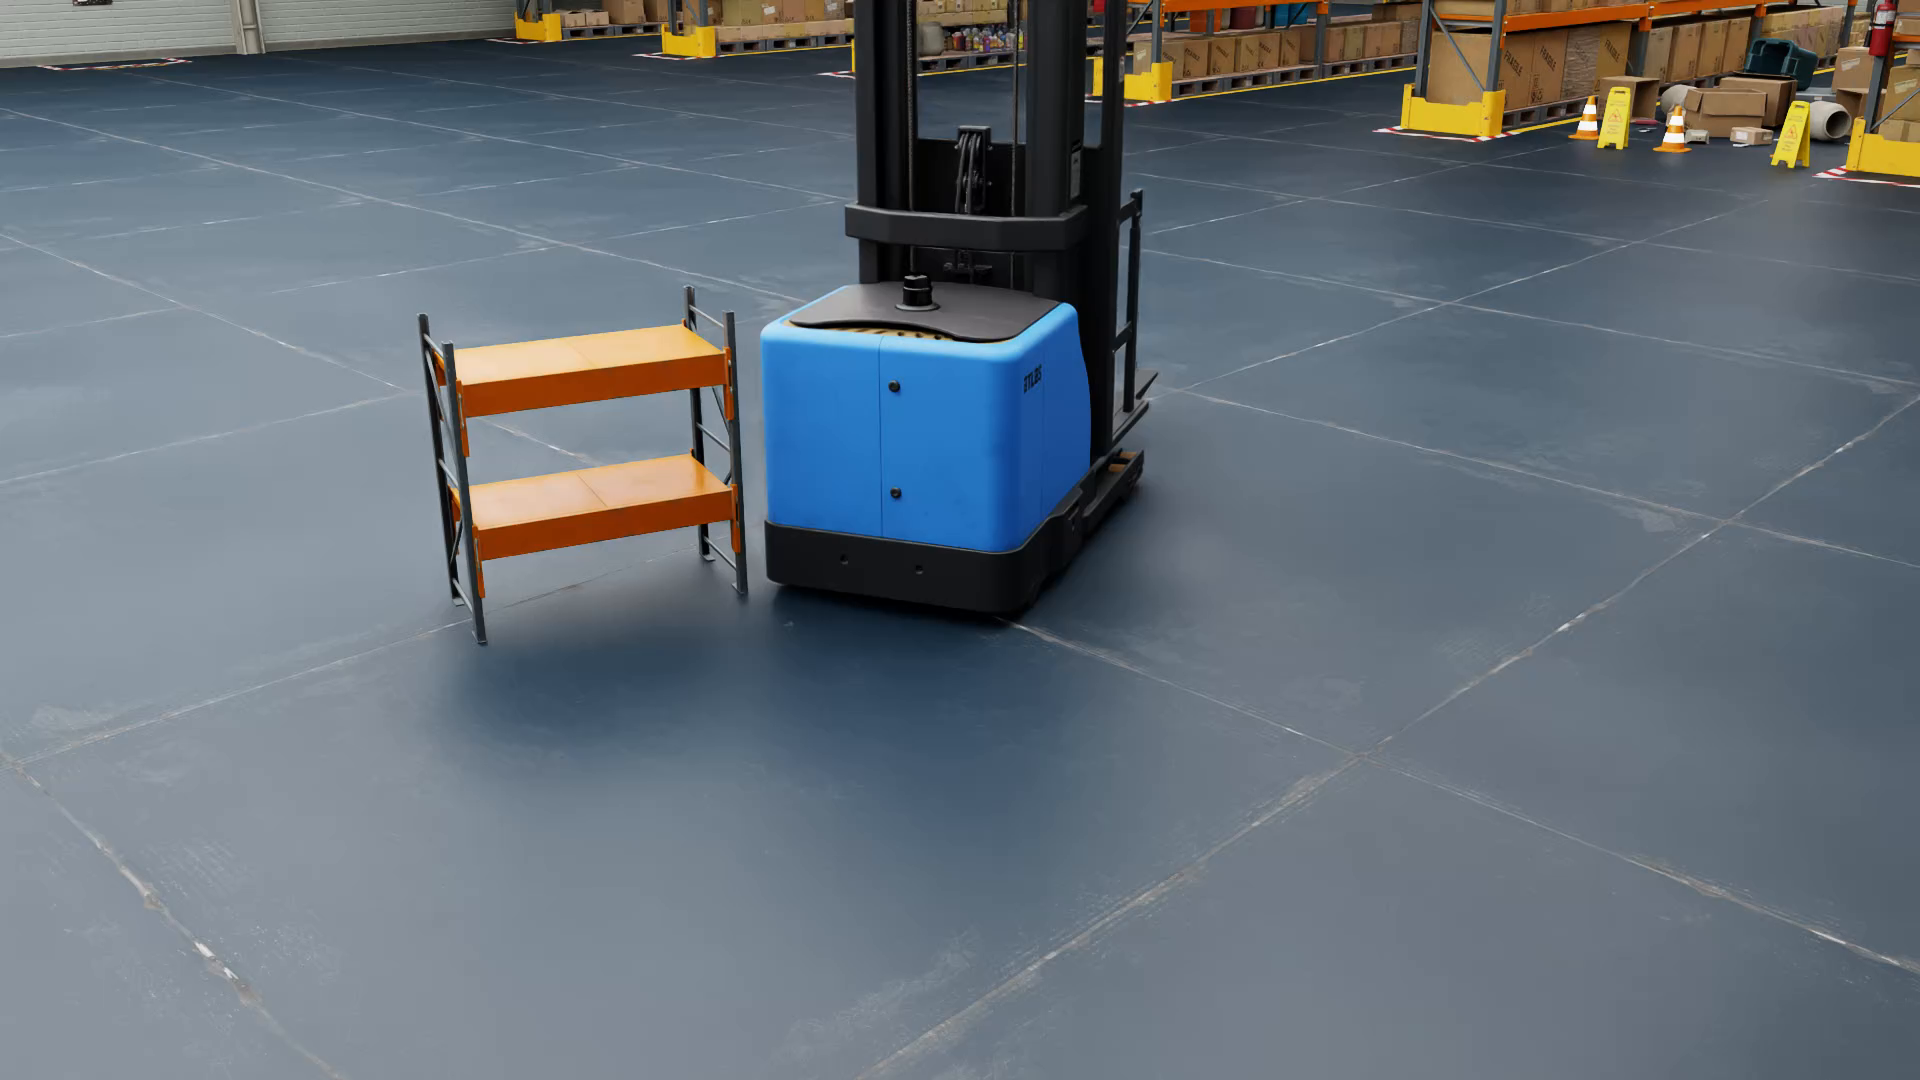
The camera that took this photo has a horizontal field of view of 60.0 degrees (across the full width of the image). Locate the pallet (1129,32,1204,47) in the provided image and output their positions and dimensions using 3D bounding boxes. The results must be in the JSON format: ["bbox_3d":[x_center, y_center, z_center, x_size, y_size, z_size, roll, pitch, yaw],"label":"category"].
[{"bbox_3d":[3.786,-9.311,31.005,1.003,0.211,1.213,19,28,41],"label":"pallet"}]

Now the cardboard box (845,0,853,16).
[{"bbox_3d":[-1.906,-10.365,32.325,0.500,0.311,0.500,19,28,41],"label":"cardboard box"}]

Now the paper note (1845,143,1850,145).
[{"bbox_3d":[9.942,-4.415,18.518,0.142,0.019,0.148,9,23,23],"label":"paper note"}]

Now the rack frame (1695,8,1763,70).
[{"bbox_3d":[11.386,-8.295,24.475,1.000,3.000,0.127,19,28,41],"label":"rack frame"}]

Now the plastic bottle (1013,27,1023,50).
[{"bbox_3d":[0.962,-8.373,27.756,0.144,0.351,0.185,19,28,40],"label":"plastic bottle"}]

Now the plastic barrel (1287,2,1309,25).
[{"bbox_3d":[6.753,-10.911,33.621,0.600,0.901,0.708,19,28,41],"label":"plastic barrel"}]

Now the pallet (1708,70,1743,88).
[{"bbox_3d":[10.782,-6.810,24.497,1.003,0.211,1.213,19,28,41],"label":"pallet"}]

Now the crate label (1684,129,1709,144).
[{"bbox_3d":[8.270,-4.531,18.672,0.250,0.136,0.298,5,22,13],"label":"crate label"}]

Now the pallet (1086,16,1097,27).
[{"bbox_3d":[2.207,-11.236,36.012,1.003,0.211,1.213,19,28,41],"label":"pallet"}]

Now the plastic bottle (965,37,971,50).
[{"bbox_3d":[0.135,-8.294,27.759,0.097,0.201,0.097,0,21,0],"label":"plastic bottle"}]

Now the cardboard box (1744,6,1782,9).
[{"bbox_3d":[12.743,-8.311,26.370,0.500,0.250,0.500,-19,28,-40],"label":"cardboard box"}]

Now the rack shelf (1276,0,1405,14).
[{"bbox_3d":[6.508,-8.712,26.564,1.077,0.370,4.000,19,28,41],"label":"rack shelf"}]

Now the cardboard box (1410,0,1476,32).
[{"bbox_3d":[8.399,-8.939,28.526,1.225,0.875,0.875,18,27,38],"label":"cardboard box"}]

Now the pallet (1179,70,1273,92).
[{"bbox_3d":[3.818,-6.736,24.305,1.003,0.211,1.213,19,28,41],"label":"pallet"}]

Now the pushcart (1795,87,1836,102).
[{"bbox_3d":[10.544,-5.388,20.566,1.648,0.377,0.936,9,23,23],"label":"pushcart"}]

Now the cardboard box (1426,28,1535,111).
[{"bbox_3d":[6.231,-5.634,19.927,0.875,0.875,0.875,19,28,41],"label":"cardboard box"}]

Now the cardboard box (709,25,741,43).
[{"bbox_3d":[-4.240,-8.981,29.507,0.500,0.250,0.500,19,28,41],"label":"cardboard box"}]

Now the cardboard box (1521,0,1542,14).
[{"bbox_3d":[6.400,-6.562,19.757,0.875,0.550,0.550,19,28,41],"label":"cardboard box"}]

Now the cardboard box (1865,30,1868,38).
[{"bbox_3d":[15.314,-8.633,28.328,0.250,0.149,0.380,-19,28,-40],"label":"cardboard box"}]

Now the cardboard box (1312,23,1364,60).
[{"bbox_3d":[5.902,-7.843,26.170,0.700,0.500,0.500,19,28,40],"label":"cardboard box"}]

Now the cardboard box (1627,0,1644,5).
[{"bbox_3d":[8.347,-7.239,21.518,0.875,0.550,0.550,19,28,41],"label":"cardboard box"}]

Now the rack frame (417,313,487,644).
[{"bbox_3d":[-1.864,-0.227,6.096,0.032,1.125,0.500,-10,23,-25],"label":"rack frame"}]

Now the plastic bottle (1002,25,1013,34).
[{"bbox_3d":[0.807,-8.603,28.355,0.144,0.351,0.185,19,28,41],"label":"plastic bottle"}]

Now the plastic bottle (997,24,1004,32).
[{"bbox_3d":[0.703,-8.639,28.449,0.185,0.351,0.144,-19,28,-41],"label":"plastic bottle"}]

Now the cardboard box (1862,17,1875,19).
[{"bbox_3d":[15.674,-8.898,28.603,0.380,0.149,0.250,19,28,41],"label":"cardboard box"}]

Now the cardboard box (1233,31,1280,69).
[{"bbox_3d":[4.411,-7.321,24.841,0.500,0.500,0.500,-11,23,-25],"label":"cardboard box"}]

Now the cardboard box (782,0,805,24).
[{"bbox_3d":[-3.191,-9.716,30.374,0.500,0.500,0.500,19,28,41],"label":"cardboard box"}]

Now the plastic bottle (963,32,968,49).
[{"bbox_3d":[0.033,-8.355,27.814,0.152,0.276,0.135,18,28,39],"label":"plastic bottle"}]

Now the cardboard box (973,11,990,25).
[{"bbox_3d":[0.258,-10.626,33.786,0.500,0.250,0.500,19,28,40],"label":"cardboard box"}]

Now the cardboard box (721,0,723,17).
[{"bbox_3d":[-5.033,-11.485,35.646,0.500,0.500,0.700,-19,28,-40],"label":"cardboard box"}]

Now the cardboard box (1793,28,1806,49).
[{"bbox_3d":[12.765,-7.705,25.840,0.500,0.500,0.500,18,28,39],"label":"cardboard box"}]

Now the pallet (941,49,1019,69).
[{"bbox_3d":[0.214,-7.995,27.581,1.003,0.211,1.213,19,28,41],"label":"pallet"}]

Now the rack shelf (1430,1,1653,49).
[{"bbox_3d":[7.200,-6.417,20.591,1.077,0.370,4.000,19,28,41],"label":"rack shelf"}]

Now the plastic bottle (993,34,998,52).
[{"bbox_3d":[0.570,-8.179,27.363,0.097,0.271,0.097,0,21,0],"label":"plastic bottle"}]

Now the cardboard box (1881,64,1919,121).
[{"bbox_3d":[9.794,-4.559,16.958,0.500,0.500,0.500,19,28,41],"label":"cardboard box"}]

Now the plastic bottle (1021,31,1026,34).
[{"bbox_3d":[1.063,-8.451,28.065,0.152,0.276,0.135,19,28,41],"label":"plastic bottle"}]

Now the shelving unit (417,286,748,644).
[{"bbox_3d":[-1.411,-0.310,6.313,1.048,1.125,0.538,-10,23,-25],"label":"shelving unit"}]

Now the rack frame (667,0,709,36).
[{"bbox_3d":[-4.773,-9.986,28.875,1.000,3.000,0.127,19,28,41],"label":"rack frame"}]

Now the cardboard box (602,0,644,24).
[{"bbox_3d":[-6.832,-10.742,33.711,0.700,0.500,0.500,17,27,37],"label":"cardboard box"}]

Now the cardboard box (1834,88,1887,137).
[{"bbox_3d":[10.490,-4.953,19.261,0.500,0.500,0.500,-2,21,-5],"label":"cardboard box"}]

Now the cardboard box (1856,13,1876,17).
[{"bbox_3d":[16.252,-9.344,29.763,0.250,0.149,0.380,-20,28,-41],"label":"cardboard box"}]

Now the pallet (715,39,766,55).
[{"bbox_3d":[-4.270,-8.892,29.914,1.003,0.211,1.213,19,28,41],"label":"pallet"}]

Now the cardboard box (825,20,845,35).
[{"bbox_3d":[-2.505,-9.627,31.188,0.500,0.250,0.500,19,28,41],"label":"cardboard box"}]

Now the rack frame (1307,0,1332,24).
[{"bbox_3d":[7.145,-11.830,33.673,1.000,3.000,0.127,19,28,41],"label":"rack frame"}]

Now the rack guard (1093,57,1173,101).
[{"bbox_3d":[2.375,-6.359,22.921,1.175,0.500,0.348,19,28,41],"label":"rack guard"}]

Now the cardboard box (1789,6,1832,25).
[{"bbox_3d":[13.470,-8.319,26.391,0.500,0.250,0.500,-19,28,-40],"label":"cardboard box"}]

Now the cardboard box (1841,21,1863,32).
[{"bbox_3d":[14.800,-8.559,27.720,0.250,0.149,0.380,-18,28,-39],"label":"cardboard box"}]

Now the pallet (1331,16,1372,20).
[{"bbox_3d":[8.481,-11.042,35.510,1.003,0.211,1.213,19,28,41],"label":"pallet"}]

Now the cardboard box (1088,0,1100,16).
[{"bbox_3d":[2.758,-11.657,36.093,0.500,0.500,0.500,20,29,41],"label":"cardboard box"}]

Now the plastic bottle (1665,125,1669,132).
[{"bbox_3d":[8.419,-4.873,19.666,0.133,0.061,0.283,9,23,23],"label":"plastic bottle"}]

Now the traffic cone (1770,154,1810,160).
[{"bbox_3d":[8.798,-4.275,17.552,0.336,0.463,0.334,19,28,41],"label":"traffic cone"}]

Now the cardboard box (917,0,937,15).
[{"bbox_3d":[-0.803,-10.493,32.660,0.500,0.311,0.500,18,27,39],"label":"cardboard box"}]

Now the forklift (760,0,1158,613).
[{"bbox_3d":[0.216,-1.592,7.132,1.130,2.935,3.031,7,22,18],"label":"forklift"}]

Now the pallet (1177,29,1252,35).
[{"bbox_3d":[4.874,-9.713,32.052,1.003,0.211,1.213,19,28,41],"label":"pallet"}]

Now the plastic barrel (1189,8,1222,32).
[{"bbox_3d":[4.683,-10.115,31.650,0.600,0.830,0.708,19,28,41],"label":"plastic barrel"}]
